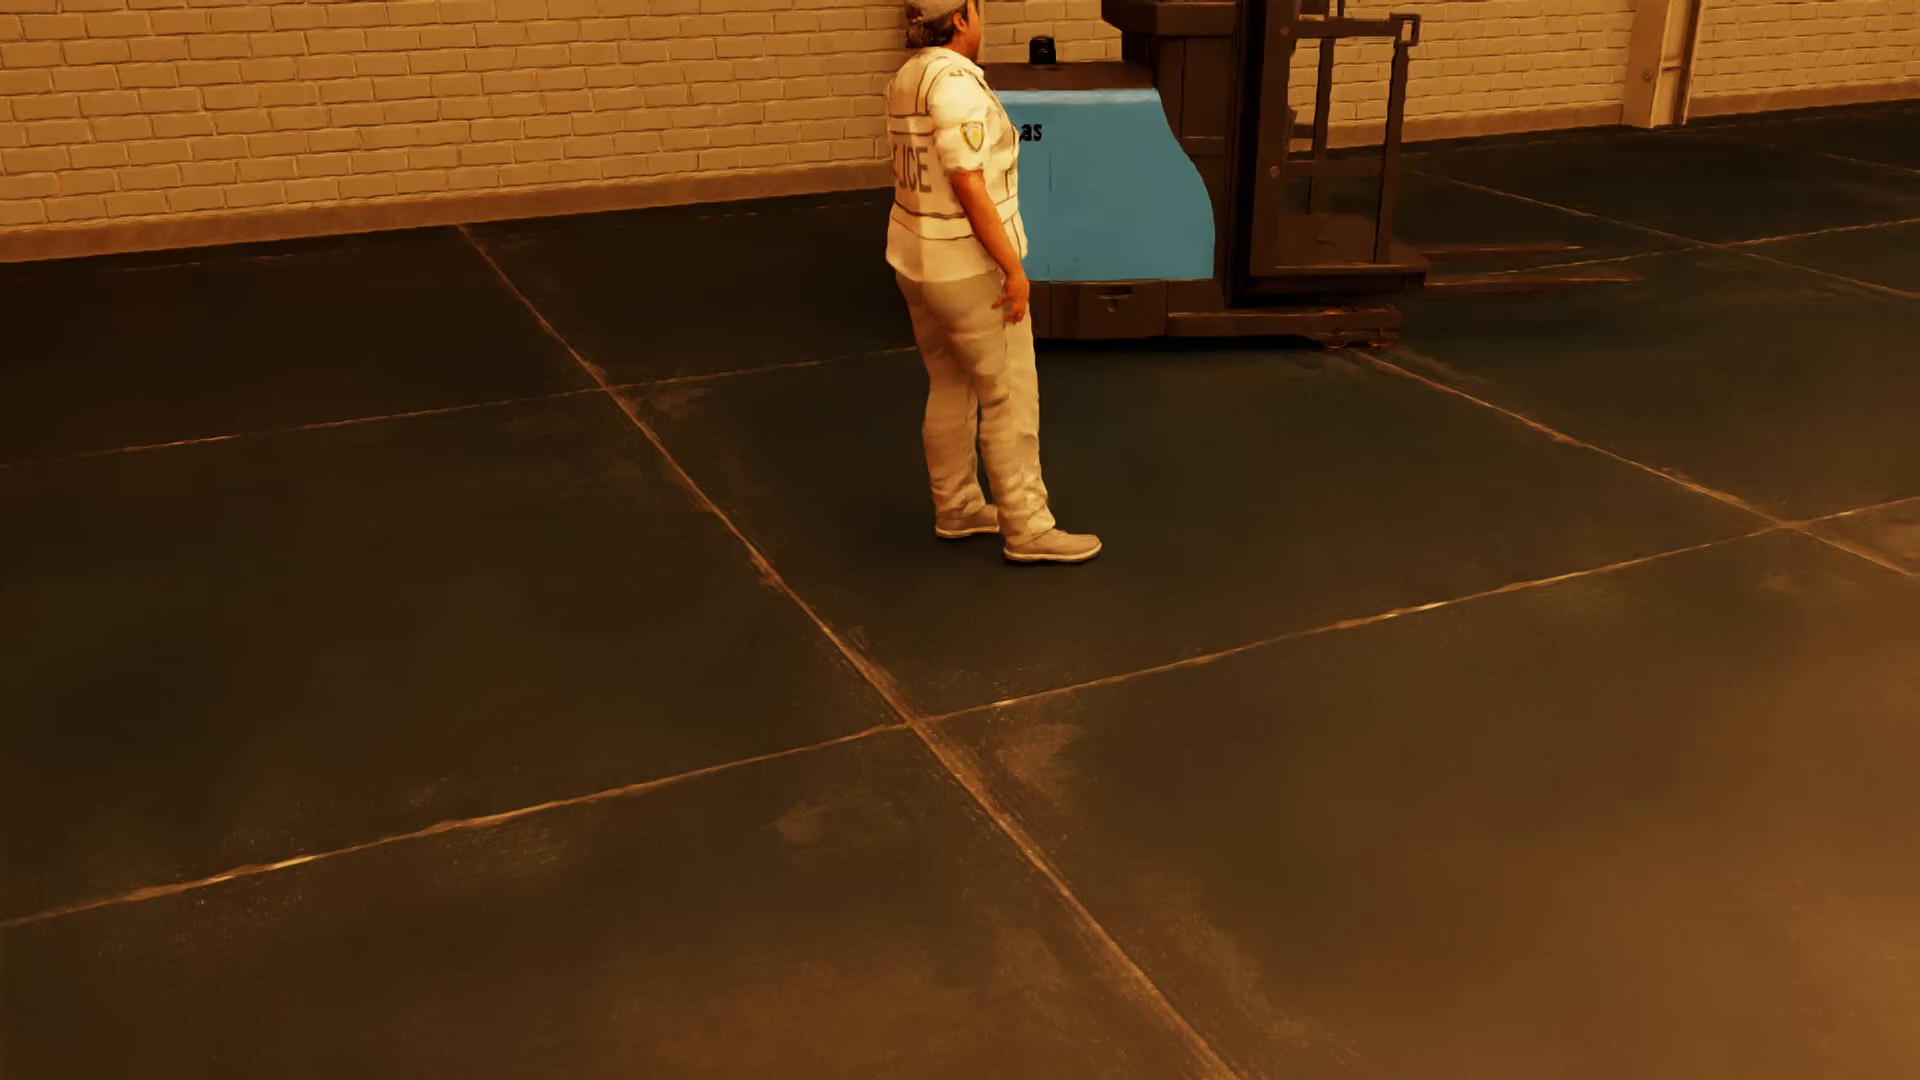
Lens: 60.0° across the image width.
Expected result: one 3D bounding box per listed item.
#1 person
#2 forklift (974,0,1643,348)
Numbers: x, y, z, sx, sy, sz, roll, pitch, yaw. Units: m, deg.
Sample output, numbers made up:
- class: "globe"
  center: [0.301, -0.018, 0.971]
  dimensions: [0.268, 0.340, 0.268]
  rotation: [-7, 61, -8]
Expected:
- class: "person"
  center: [0.079, -0.781, 4.795]
  dimensions: [0.529, 1.669, 0.598]
  rotation: [-10, 25, -23]
- class: "forklift"
  center: [1.459, -2.369, 6.989]
  dimensions: [3.031, 2.935, 1.130]
  rotation: [-2, 23, -5]
